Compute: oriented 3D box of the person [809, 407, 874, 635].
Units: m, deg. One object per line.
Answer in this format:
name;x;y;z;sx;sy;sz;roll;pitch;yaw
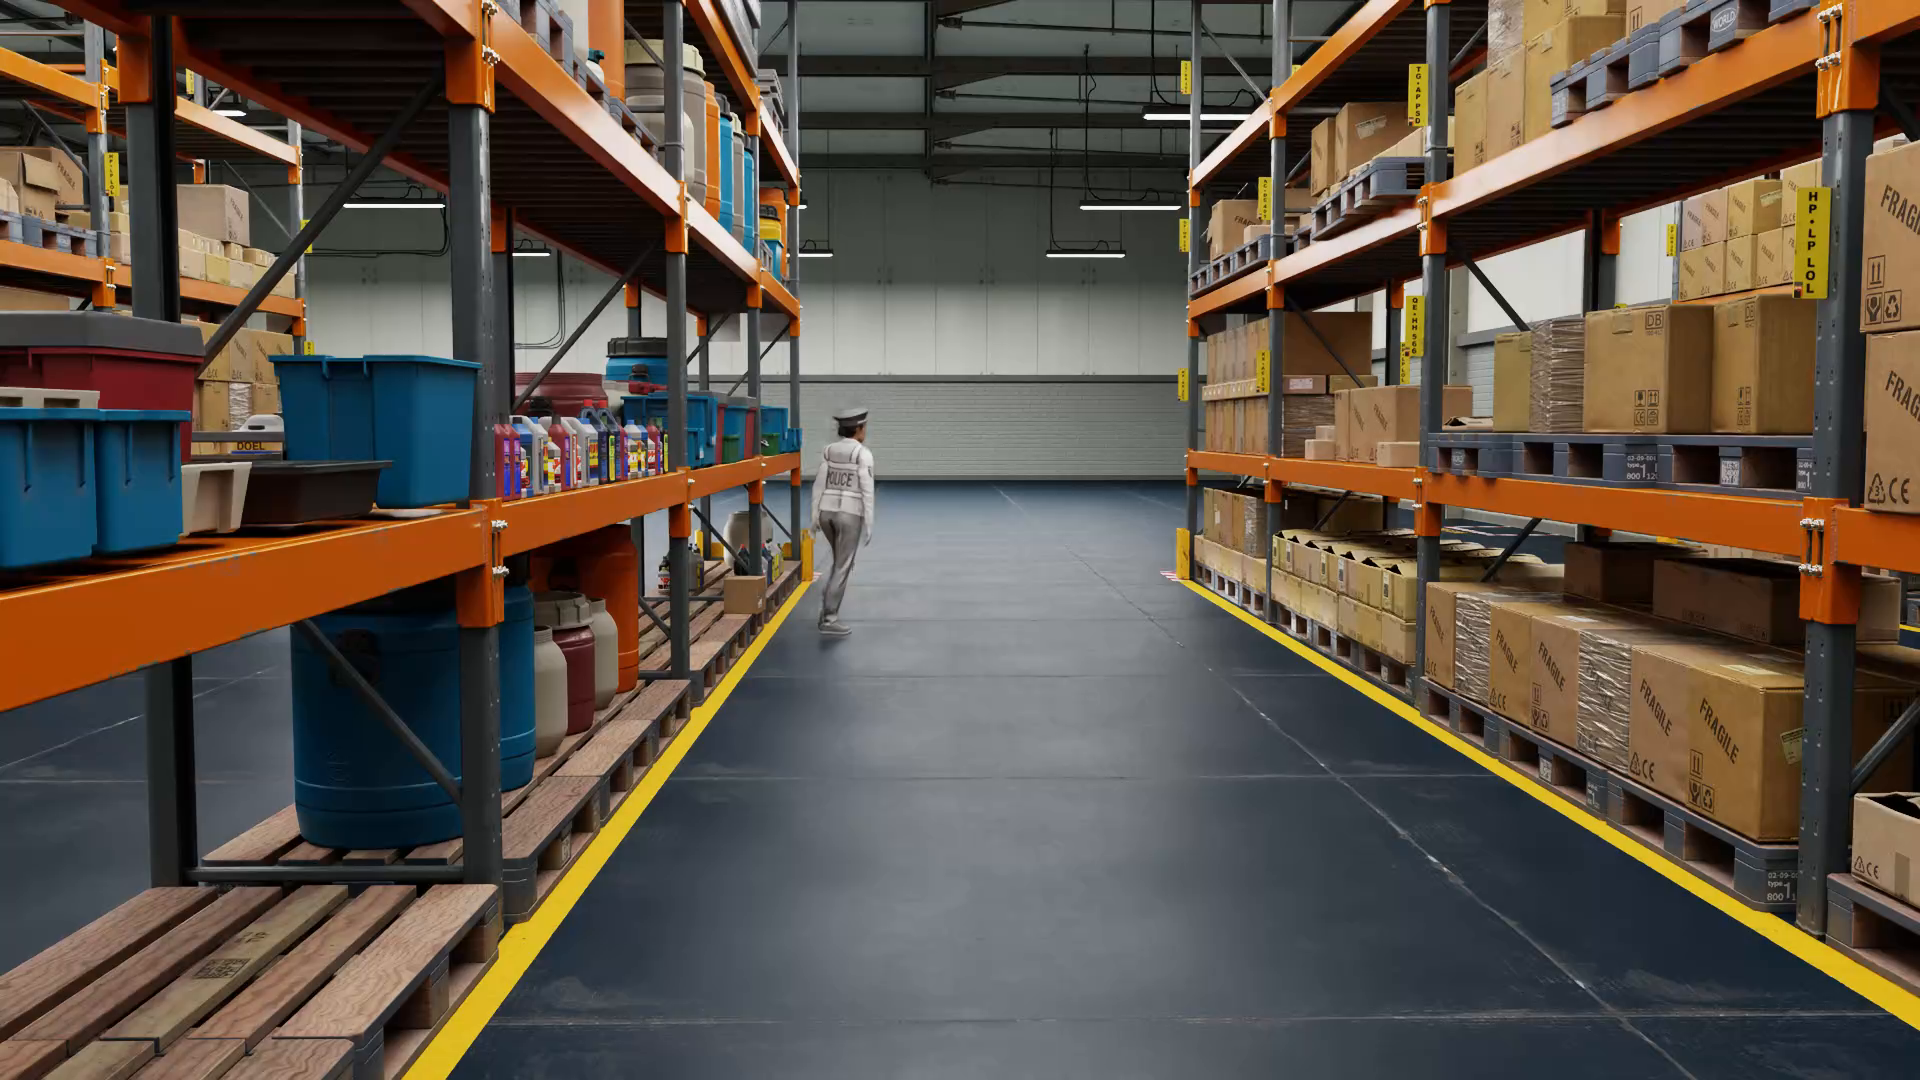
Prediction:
person;-0.848;-0.134;12.152;0.525;1.673;0.478;3;5;39
